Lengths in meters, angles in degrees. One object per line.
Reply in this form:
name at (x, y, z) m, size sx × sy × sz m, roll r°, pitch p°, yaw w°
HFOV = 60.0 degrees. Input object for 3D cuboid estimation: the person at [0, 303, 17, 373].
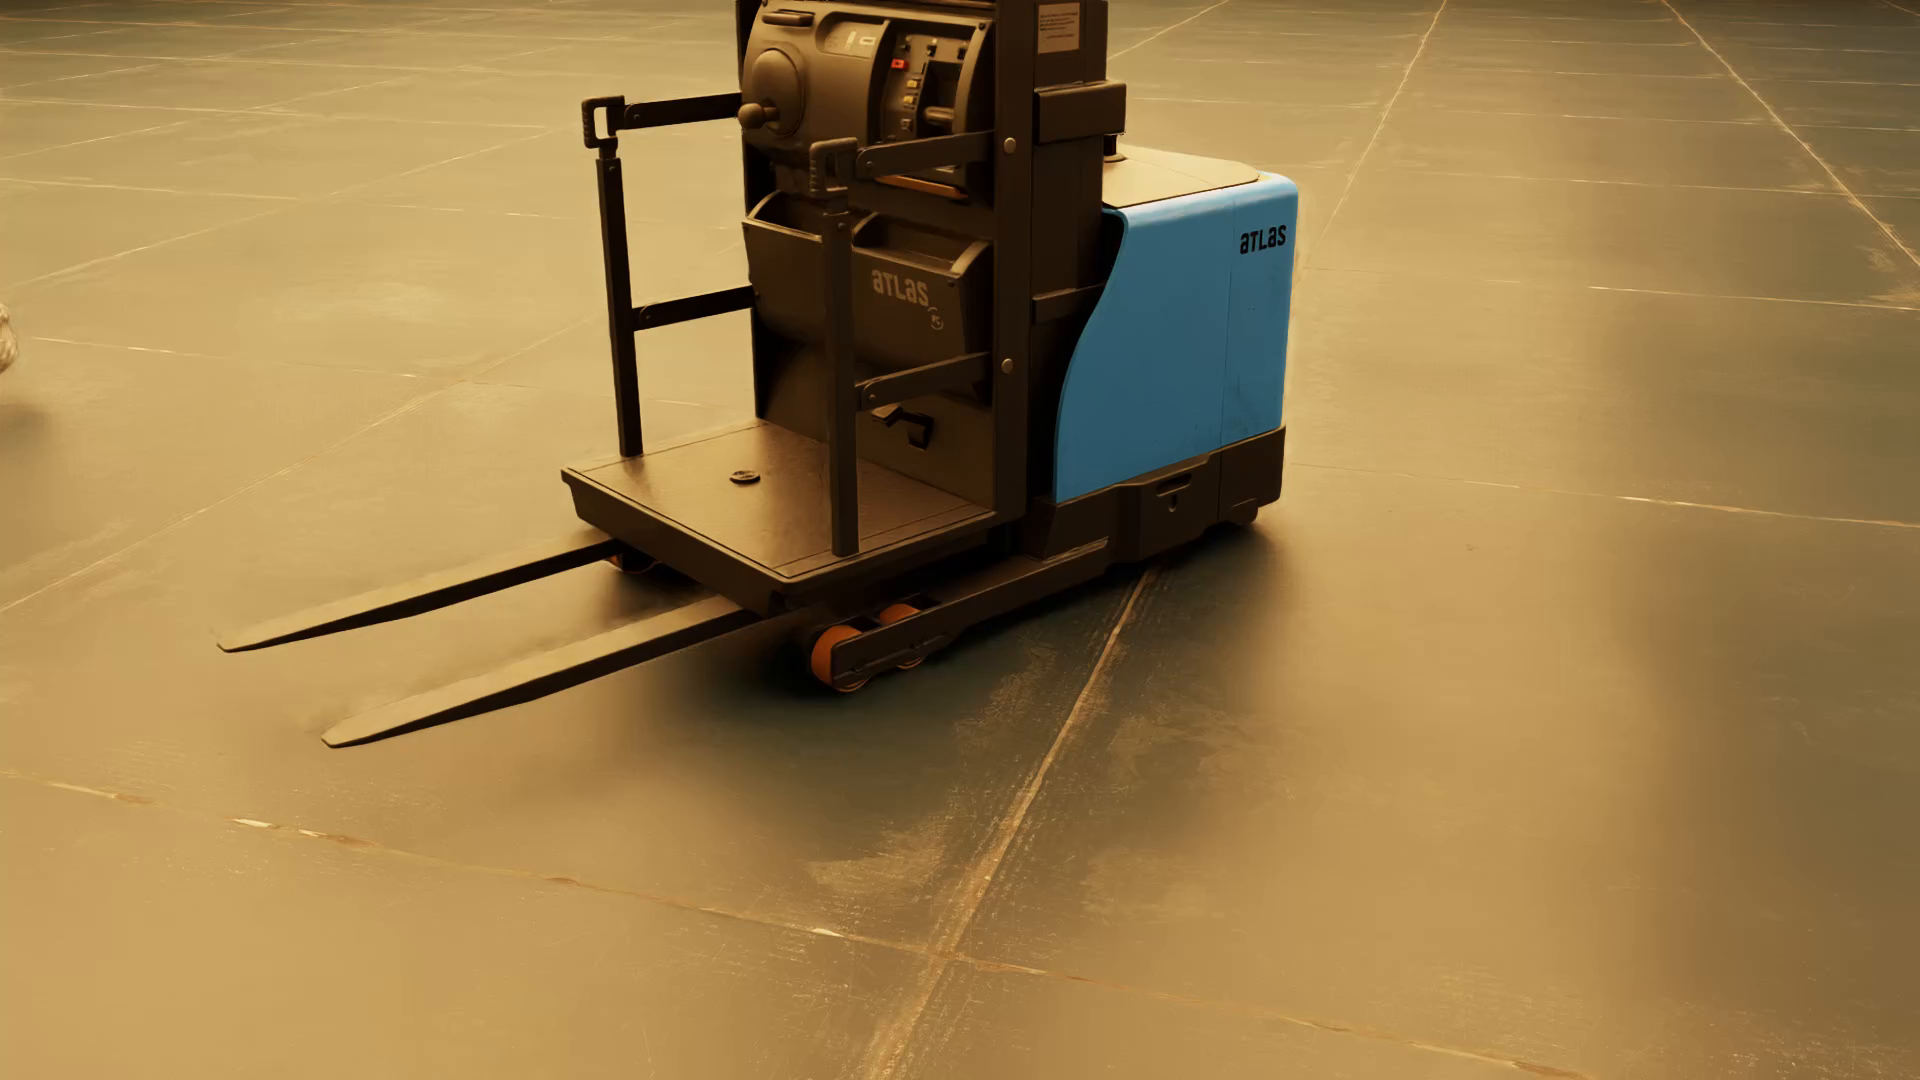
person at (-4.061, -1.322, 6.207) m, size 0.703 × 1.544 × 0.688 m, roll -6°, pitch 23°, yaw -15°

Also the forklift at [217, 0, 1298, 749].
forklift at (-0.416, -1.196, 4.176) m, size 3.031 × 2.935 × 1.130 m, roll -19°, pitch 29°, yaw -38°
